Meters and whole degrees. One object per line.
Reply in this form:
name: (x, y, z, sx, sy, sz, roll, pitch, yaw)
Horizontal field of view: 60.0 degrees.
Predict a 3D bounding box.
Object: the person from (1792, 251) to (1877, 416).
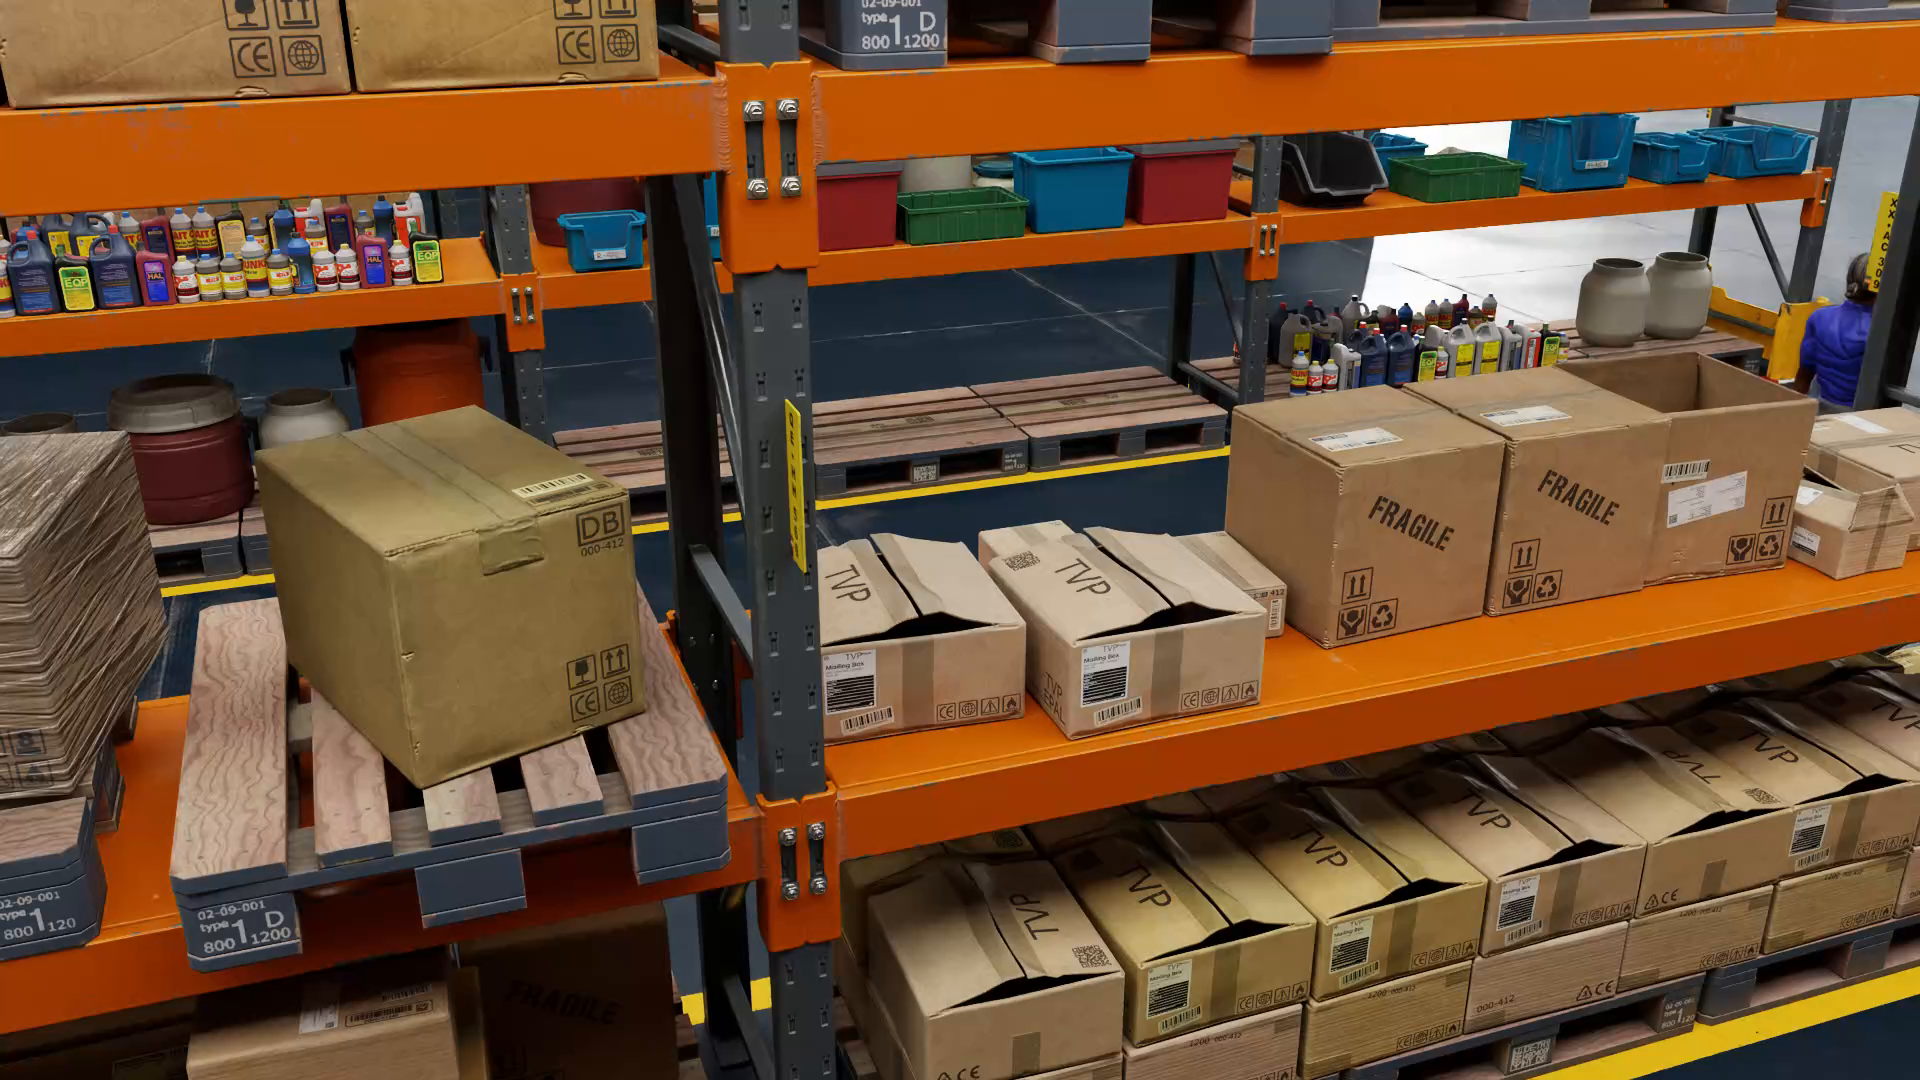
person: (3.691, -0.415, 7.032, 0.472, 1.646, 0.443, -7, 24, -17)
